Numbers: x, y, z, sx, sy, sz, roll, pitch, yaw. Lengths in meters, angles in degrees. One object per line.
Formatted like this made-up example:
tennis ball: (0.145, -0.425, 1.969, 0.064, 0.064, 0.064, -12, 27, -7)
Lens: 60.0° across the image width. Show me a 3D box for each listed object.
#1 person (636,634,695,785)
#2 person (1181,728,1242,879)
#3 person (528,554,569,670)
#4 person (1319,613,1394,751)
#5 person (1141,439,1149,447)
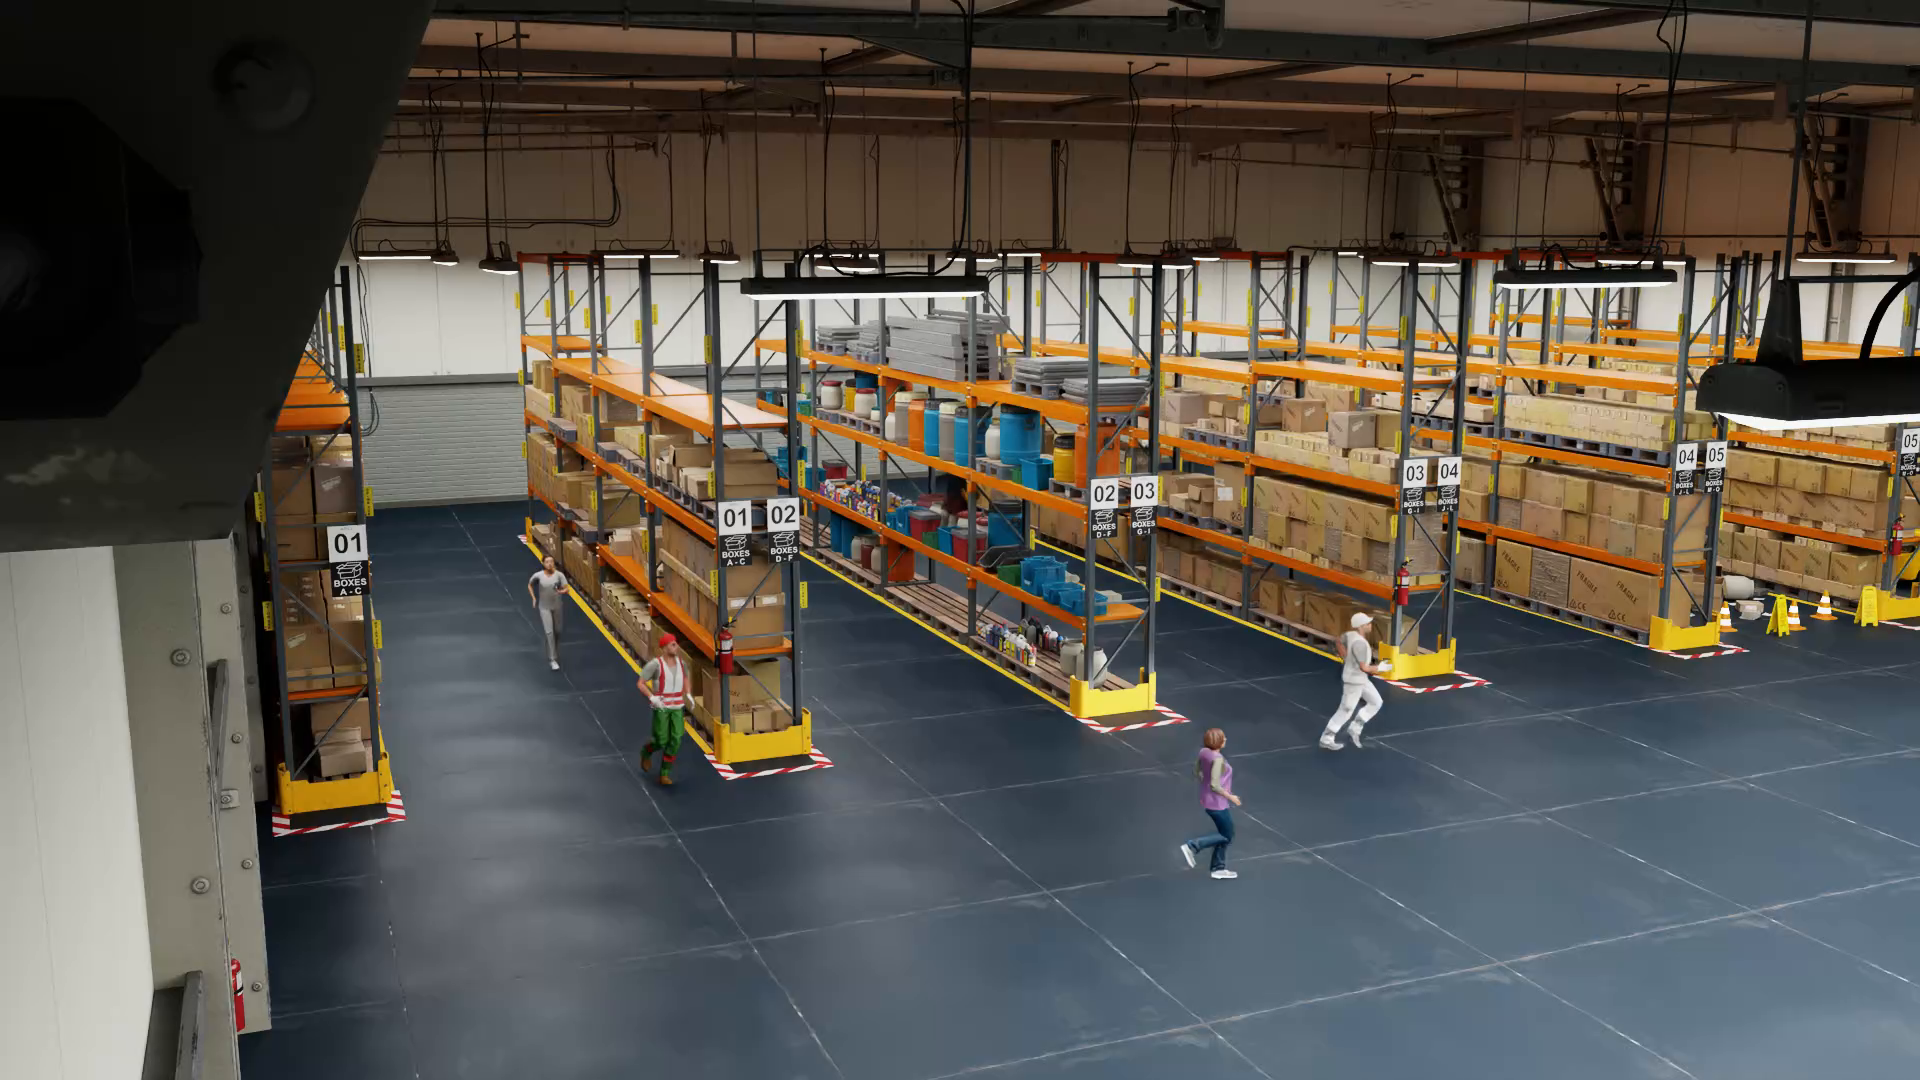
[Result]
person: (-3.406, 1.969, 19.511, 0.715, 1.708, 0.671, -7, 13, -34)
person: (2.467, 2.616, 16.461, 0.618, 1.564, 0.536, -2, 11, -11)
person: (-6.084, 1.018, 24.696, 0.564, 1.655, 0.969, -5, 11, -25)
person: (4.903, 1.730, 20.526, 0.848, 1.730, 0.683, 2, 11, 13)
person: (4.726, -2.091, 41.432, 0.972, 1.770, 0.705, -10, 14, -44)
